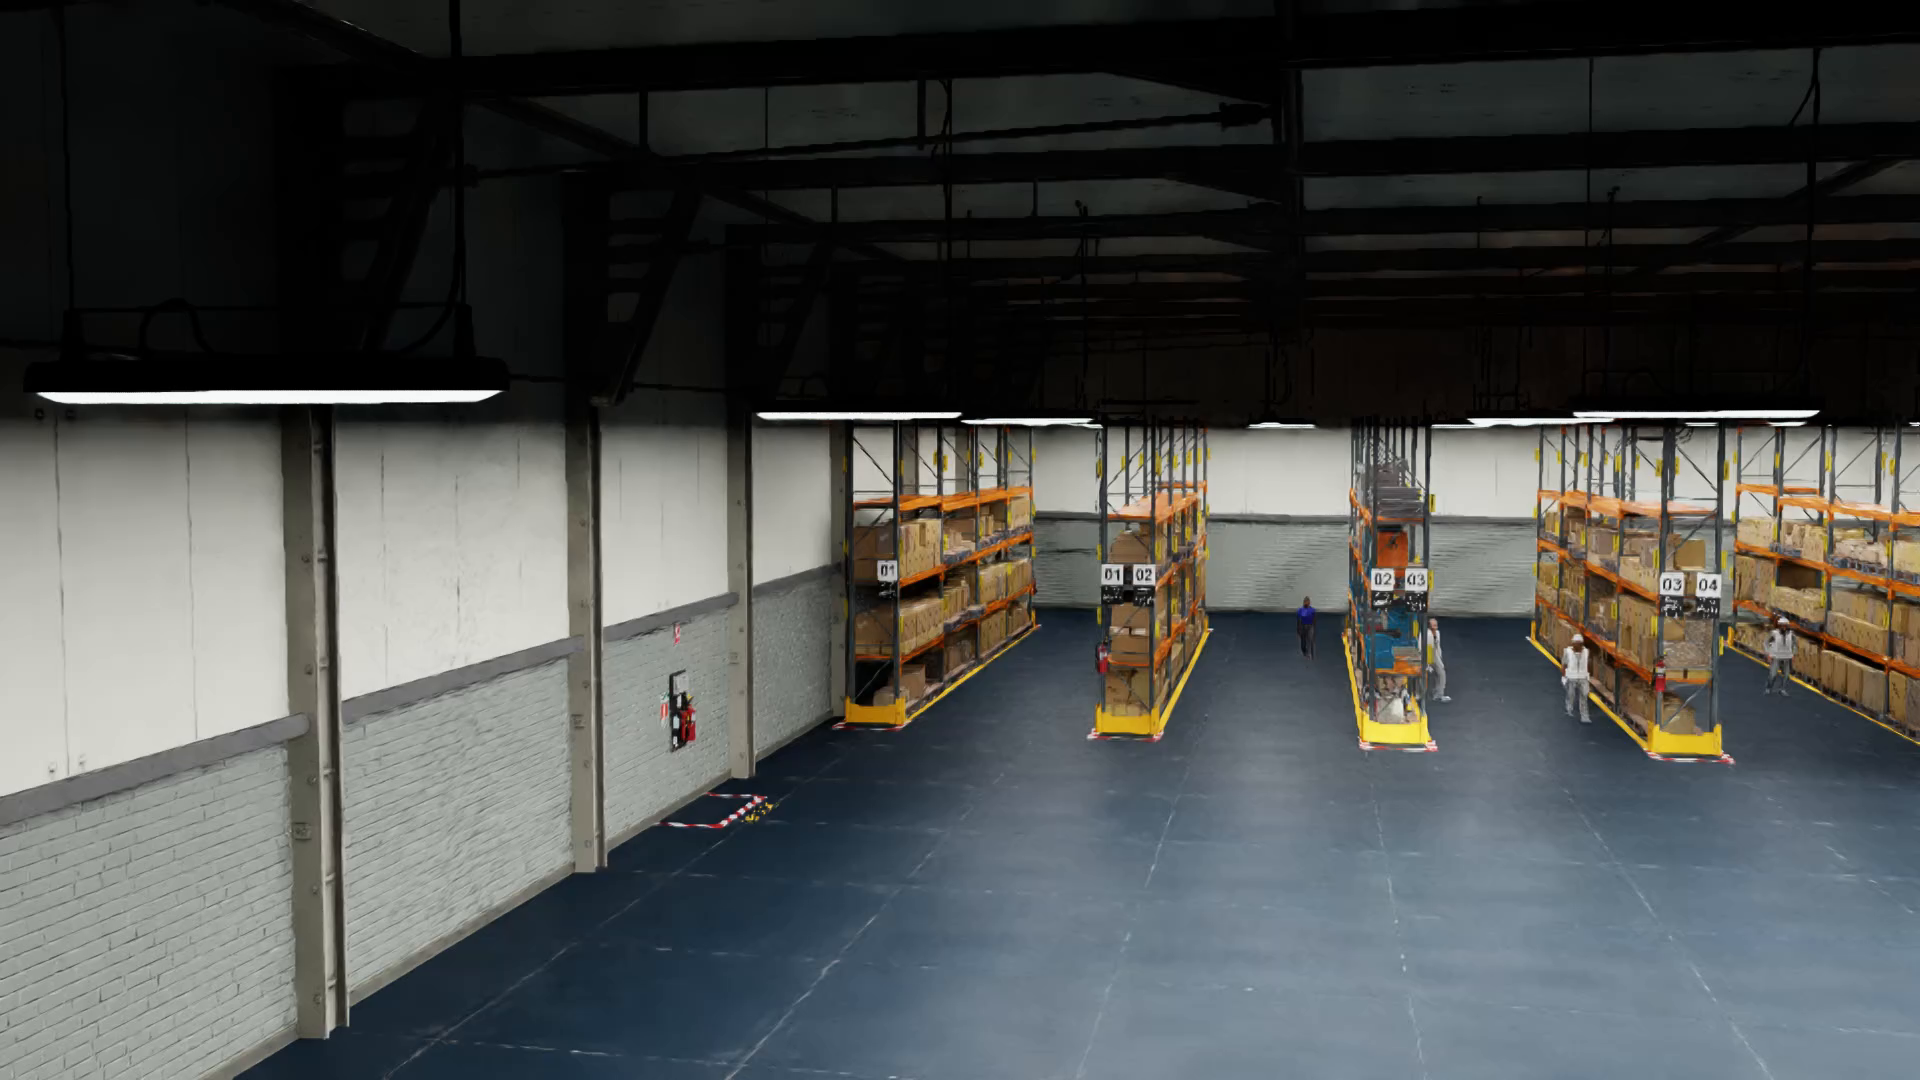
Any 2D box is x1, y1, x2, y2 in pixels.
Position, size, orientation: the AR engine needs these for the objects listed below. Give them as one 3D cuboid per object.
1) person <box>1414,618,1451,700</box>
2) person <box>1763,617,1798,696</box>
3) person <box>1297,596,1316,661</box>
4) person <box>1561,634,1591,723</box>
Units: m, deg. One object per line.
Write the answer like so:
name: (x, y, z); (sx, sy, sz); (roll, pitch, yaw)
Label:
person: (9.924, 2.508, 35.099); (0.703, 1.740, 0.730); (-2, 4, -22)
person: (17.587, 2.495, 35.635); (0.677, 1.725, 0.574); (1, 4, 10)
person: (8.589, 2.180, 41.250); (0.447, 1.560, 1.088); (1, 4, 14)
person: (12.094, 2.684, 32.628); (0.566, 1.706, 1.122); (1, 4, 14)
